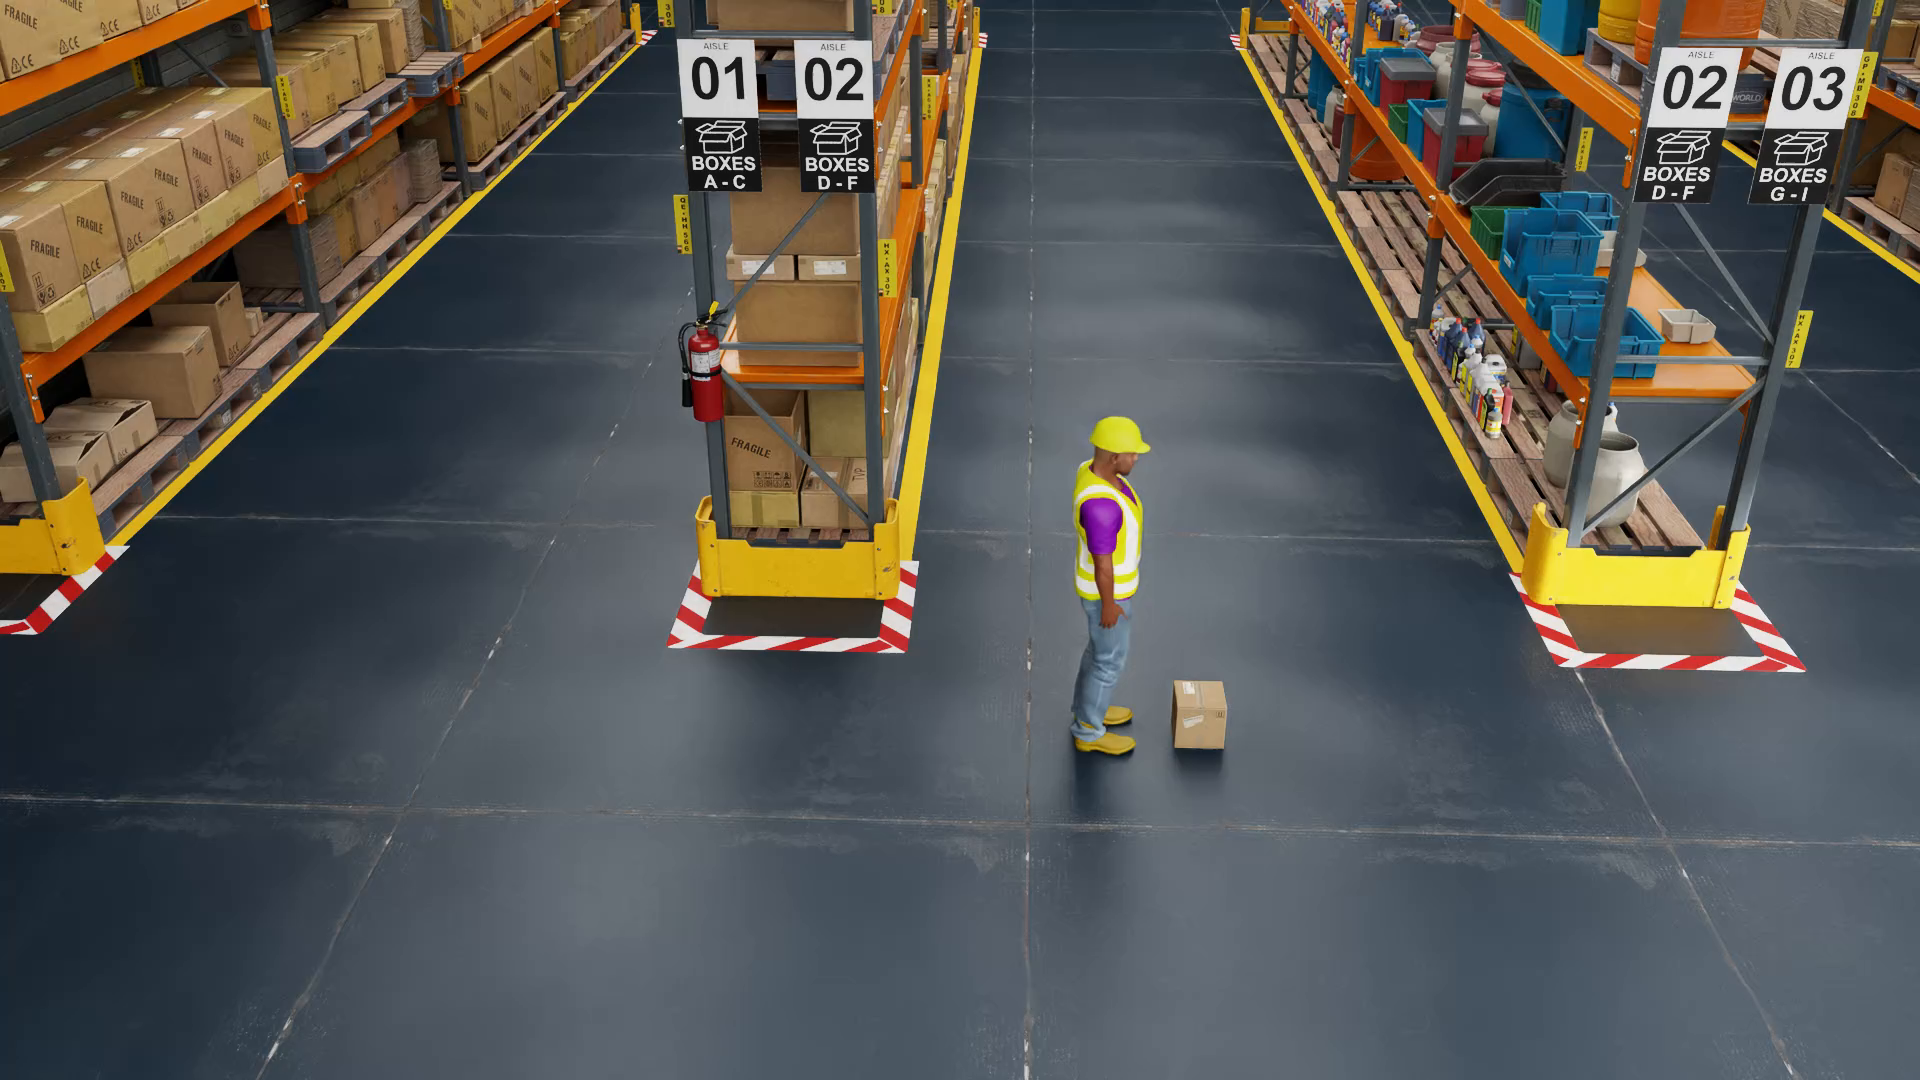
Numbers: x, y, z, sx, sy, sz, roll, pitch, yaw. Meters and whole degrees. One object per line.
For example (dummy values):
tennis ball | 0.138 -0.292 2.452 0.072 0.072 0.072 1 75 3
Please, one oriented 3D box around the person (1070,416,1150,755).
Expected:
person | 0.721 0.208 8.204 0.360 1.762 0.566 2 28 3
